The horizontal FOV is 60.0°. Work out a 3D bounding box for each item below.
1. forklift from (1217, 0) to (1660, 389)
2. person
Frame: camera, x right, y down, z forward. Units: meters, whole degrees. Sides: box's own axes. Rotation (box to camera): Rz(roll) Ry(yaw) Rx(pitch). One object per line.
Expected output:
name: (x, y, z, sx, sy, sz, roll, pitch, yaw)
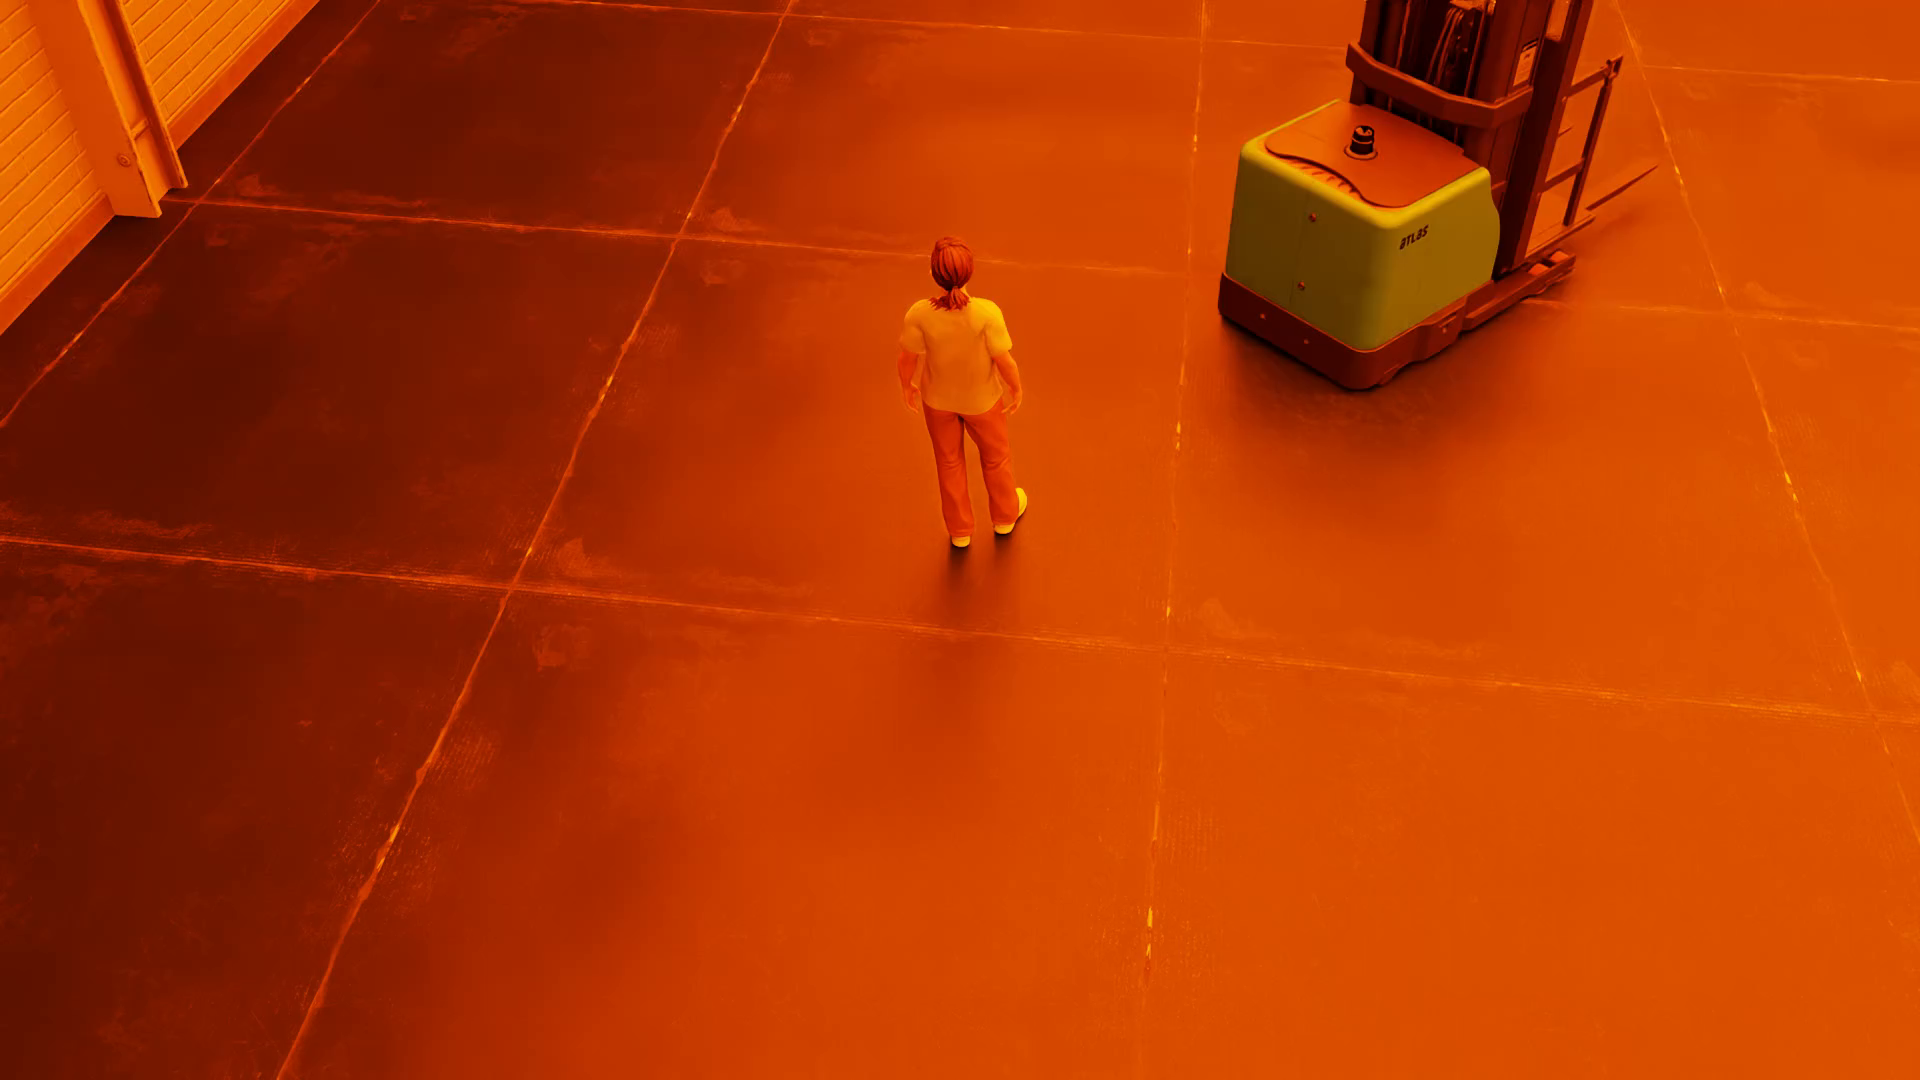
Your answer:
forklift: (2.869, -2.714, 8.679, 3.031, 2.935, 1.130, -30, 50, -29)
person: (0.022, -0.671, 7.371, 0.553, 1.675, 0.549, 5, 43, 6)
